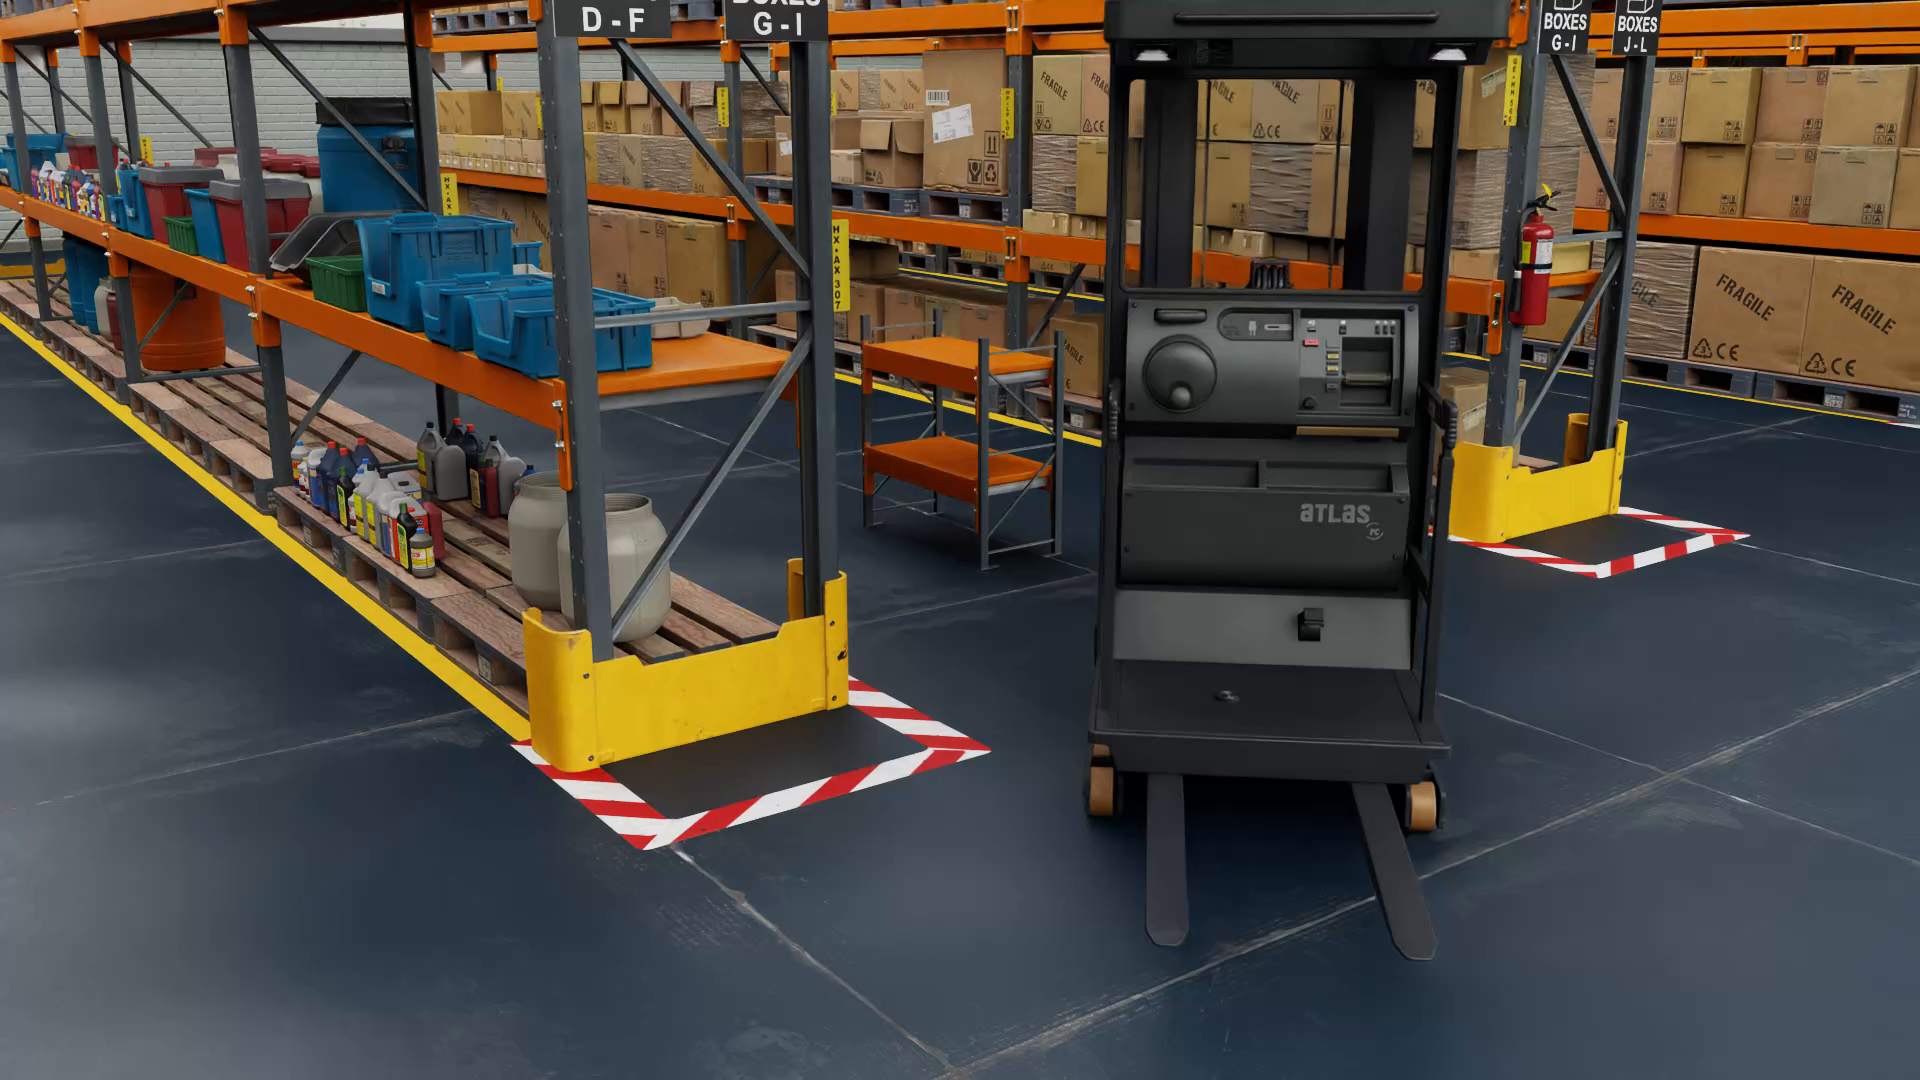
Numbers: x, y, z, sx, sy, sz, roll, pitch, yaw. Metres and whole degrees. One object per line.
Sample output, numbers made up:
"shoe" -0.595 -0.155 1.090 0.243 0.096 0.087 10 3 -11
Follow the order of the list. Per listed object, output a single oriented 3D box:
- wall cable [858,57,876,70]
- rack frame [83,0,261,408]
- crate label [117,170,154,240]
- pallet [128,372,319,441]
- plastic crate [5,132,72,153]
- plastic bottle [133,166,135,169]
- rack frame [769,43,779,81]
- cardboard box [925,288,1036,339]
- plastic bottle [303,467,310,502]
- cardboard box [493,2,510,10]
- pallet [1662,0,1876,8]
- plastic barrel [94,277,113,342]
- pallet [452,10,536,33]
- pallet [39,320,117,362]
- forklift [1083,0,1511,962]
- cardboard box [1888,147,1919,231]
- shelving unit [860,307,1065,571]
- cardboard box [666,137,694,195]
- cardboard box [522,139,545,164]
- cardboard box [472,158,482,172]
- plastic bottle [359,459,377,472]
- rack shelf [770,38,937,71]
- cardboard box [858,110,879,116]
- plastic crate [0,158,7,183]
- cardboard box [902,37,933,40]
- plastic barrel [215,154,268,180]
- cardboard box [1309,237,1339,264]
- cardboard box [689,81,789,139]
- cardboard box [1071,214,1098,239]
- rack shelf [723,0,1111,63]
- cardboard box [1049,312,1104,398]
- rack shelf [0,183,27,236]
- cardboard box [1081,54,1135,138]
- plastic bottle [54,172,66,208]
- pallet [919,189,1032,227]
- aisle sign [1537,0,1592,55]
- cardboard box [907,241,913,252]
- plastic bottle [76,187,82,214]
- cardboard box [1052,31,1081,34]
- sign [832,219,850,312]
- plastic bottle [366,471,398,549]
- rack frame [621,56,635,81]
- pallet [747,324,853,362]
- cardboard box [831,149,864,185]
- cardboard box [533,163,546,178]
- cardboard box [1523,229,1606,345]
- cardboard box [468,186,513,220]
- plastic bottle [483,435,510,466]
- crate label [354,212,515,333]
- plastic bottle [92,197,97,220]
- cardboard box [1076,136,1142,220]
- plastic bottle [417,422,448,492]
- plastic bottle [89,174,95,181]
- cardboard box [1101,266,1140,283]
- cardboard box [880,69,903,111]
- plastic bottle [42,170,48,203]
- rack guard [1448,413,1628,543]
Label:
"wall cable" -1.607 -8.194 30.847 0.585 1.953 0.123 -11 19 -35
"rack frame" -5.592 -2.473 11.929 1.000 3.000 0.127 -11 19 -35
"crate label" -5.226 -2.236 10.995 0.502 0.435 0.616 -11 19 -35
"pallet" -5.167 -0.956 11.670 1.003 0.211 1.213 -11 19 -35
"plastic crate" -9.947 -4.185 18.002 0.616 0.435 0.499 -11 19 -35
"plastic bottle" -7.235 -3.155 14.657 0.152 0.276 0.135 -11 19 -35
"rack frame" -2.218 -5.698 23.713 1.000 3.000 0.127 -11 19 -35
"cardboard box" 0.158 -1.633 12.763 0.700 0.500 0.500 -11 19 -35
"plastic bottle" -3.287 -0.302 8.463 0.097 0.201 0.097 0 15 0
"cardboard box" -4.758 -6.115 18.379 0.700 0.500 0.500 -10 18 -32
"pallet" 6.024 -4.103 12.371 1.003 0.211 1.213 -11 19 -35
"plastic barrel" -6.961 -1.925 13.845 0.421 0.512 0.421 0 15 0
"pallet" -5.123 -5.936 19.069 1.003 0.211 1.213 -11 19 -35
"pallet" -7.523 -1.811 14.792 1.003 0.211 1.213 -11 19 -35
"forklift" 0.984 -0.590 5.181 1.130 2.935 3.031 2 15 6
"cardboard box" 6.935 -2.426 11.474 0.875 0.550 0.550 -11 19 -35
"shelving unit" -0.004 -0.544 8.433 0.538 1.125 1.048 -11 19 -35
"cardboard box" -2.364 -3.464 15.361 0.500 0.500 0.500 -11 19 -35
"cardboard box" -4.409 -4.220 18.034 0.500 0.250 0.500 -11 19 -36
"cardboard box" -5.442 -4.373 19.349 0.380 0.149 0.250 -11 19 -36
"plastic bottle" -2.918 -0.266 8.200 0.097 0.271 0.097 0 15 0
"rack shelf" -1.042 -6.371 21.852 1.077 0.370 4.000 -11 19 -35
"cardboard box" -0.974 -5.313 21.552 0.500 0.500 0.500 -11 19 -35
"plastic crate" -9.466 -3.680 16.544 0.416 0.233 0.300 -11 19 -35
"cardboard box" -0.373 -6.281 20.446 0.500 0.250 0.500 -10 18 -33
"plastic barrel" -4.814 -2.340 11.232 0.421 0.512 0.421 0 15 0
"cardboard box" 2.201 -1.655 9.418 0.380 0.149 0.250 -11 19 -35
"cardboard box" -2.002 -3.932 15.172 0.797 0.503 0.637 -10 18 -33
"cardboard box" 0.956 -2.069 10.930 0.380 0.149 0.250 -11 19 -35
"rack shelf" -0.409 -3.914 12.876 1.077 0.370 4.000 -11 19 -35
"cardboard box" 0.970 -1.293 11.557 0.500 0.500 0.500 -12 19 -36
"rack shelf" -9.119 -3.407 16.705 1.077 0.370 4.000 -11 19 -35
"cardboard box" 1.121 -2.819 10.548 0.500 0.500 0.500 -11 19 -35
"plastic bottle" -7.299 -2.862 13.585 0.152 0.276 0.135 -11 19 -35
"pallet" 0.435 -2.481 12.321 1.003 0.211 1.213 -11 19 -35
"aisle sign" 2.912 -2.727 7.934 0.394 0.787 0.004 -11 19 -35
"cardboard box" -0.457 -3.771 21.276 0.380 0.149 0.250 -10 18 -33
"plastic bottle" -6.764 -2.619 12.841 0.097 0.201 0.097 0 15 0
"cardboard box" 1.350 -5.779 18.139 0.500 0.500 0.500 -11 19 -35
"sign" -0.440 -0.982 5.959 0.100 0.325 0.005 -11 19 -35
"plastic bottle" -2.630 -0.146 7.610 0.144 0.351 0.185 -10 18 -32
"rack frame" -3.937 -4.096 17.858 1.000 3.000 0.127 -11 19 -35
"pallet" -1.127 -1.729 14.495 1.003 0.211 1.213 -11 19 -35
"cardboard box" -0.786 -2.978 13.264 0.500 0.250 0.500 -12 19 -36
"cardboard box" -4.381 -3.989 17.944 0.380 0.149 0.250 -11 19 -34
"cardboard box" 5.151 -2.168 14.045 0.875 0.875 0.875 -11 19 -34
"cardboard box" -5.313 -3.809 20.040 0.875 0.875 0.875 -11 19 -35
"plastic bottle" -2.325 -0.350 8.359 0.144 0.351 0.185 -11 19 -35
"crate label" -2.189 -1.133 6.965 0.502 0.435 0.616 -11 19 -35
"plastic bottle" -6.363 -2.474 12.309 0.097 0.201 0.097 0 15 0
"cardboard box" 1.247 -2.361 10.768 0.875 0.500 0.500 -11 19 -35
"plastic bottle" -2.744 -0.438 8.679 0.144 0.351 0.185 -11 19 -35
"plastic bottle" -6.839 -2.743 13.135 0.061 0.283 0.133 -11 19 -35
"cardboard box" 1.888 -3.087 18.111 0.500 0.500 0.500 -11 19 -35
"cardboard box" -0.669 -5.686 21.021 0.500 0.500 0.500 -12 19 -36
"plastic bottle" -7.718 -3.000 14.098 0.097 0.271 0.097 0 15 0
"rack guard" 3.074 -0.344 8.885 1.175 0.500 0.348 -11 19 -35
